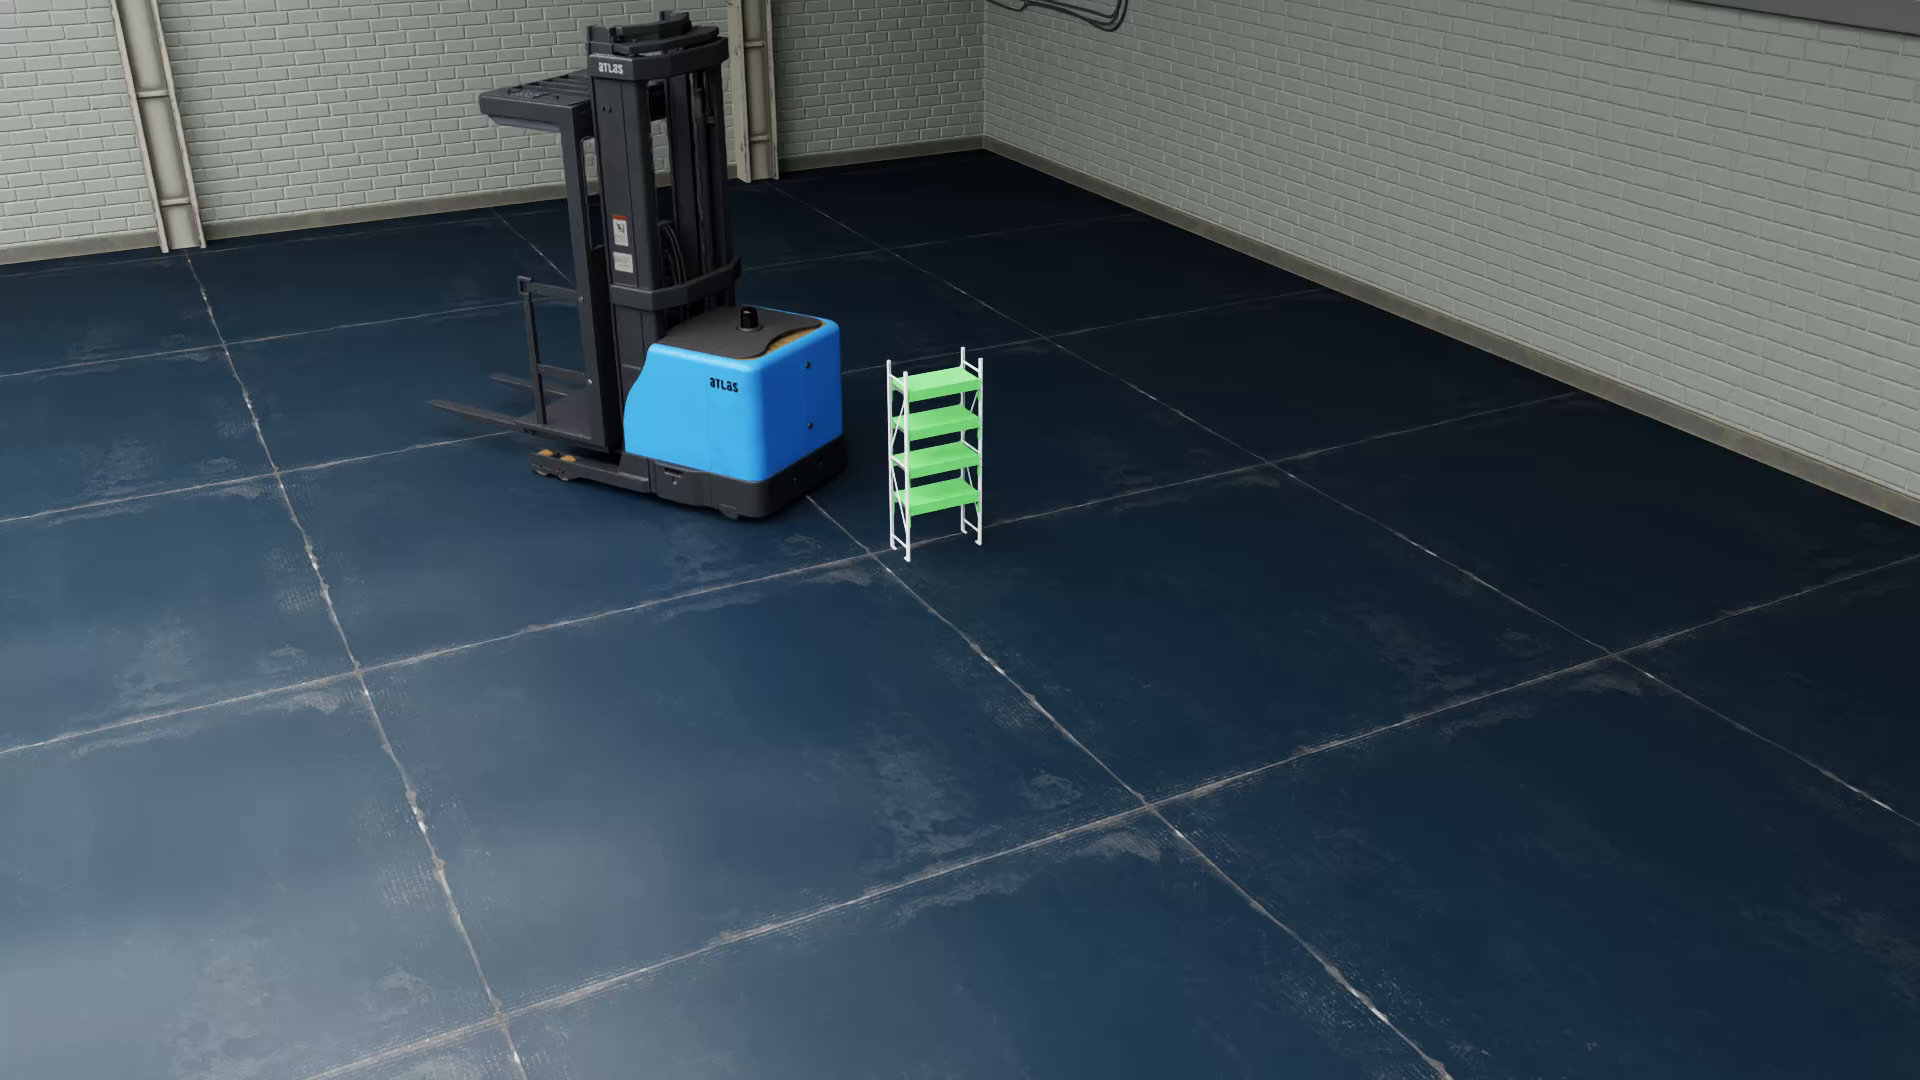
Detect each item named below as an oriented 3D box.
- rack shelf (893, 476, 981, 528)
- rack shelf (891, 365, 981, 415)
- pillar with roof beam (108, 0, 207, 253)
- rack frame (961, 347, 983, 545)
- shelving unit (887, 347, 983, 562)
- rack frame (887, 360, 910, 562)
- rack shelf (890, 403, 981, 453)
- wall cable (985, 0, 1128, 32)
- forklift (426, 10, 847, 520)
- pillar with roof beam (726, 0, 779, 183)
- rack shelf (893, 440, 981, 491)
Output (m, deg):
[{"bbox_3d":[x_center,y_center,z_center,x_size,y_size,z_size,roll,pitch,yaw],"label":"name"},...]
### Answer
[{"bbox_3d":[-0.146,-0.233,10.052,0.480,0.148,0.258,-13,29,-25],"label":"rack shelf"},{"bbox_3d":[-0.146,-0.882,9.740,0.480,0.148,0.258,-13,29,-25],"label":"rack shelf"},{"bbox_3d":[-5.547,-5.276,10.842,0.400,9.000,9.100,-13,29,-25],"label":"pillar with roof beam"},{"bbox_3d":[0.069,-0.557,10.024,0.015,1.200,0.240,-13,29,-25],"label":"rack frame"},{"bbox_3d":[-0.146,-0.507,9.920,0.503,1.200,0.258,-13,29,-25],"label":"shelving unit"},{"bbox_3d":[-0.361,-0.457,9.817,0.015,1.200,0.240,-13,29,-25],"label":"rack frame"},{"bbox_3d":[-0.146,-0.666,9.844,0.480,0.148,0.258,-13,29,-25],"label":"rack shelf"},{"bbox_3d":[0.943,-6.837,17.681,0.112,2.526,3.097,-13,29,-25],"label":"wall cable"},{"bbox_3d":[-2.297,-1.898,10.817,3.031,2.935,1.130,14,29,26],"label":"forklift"},{"bbox_3d":[-0.253,-6.498,13.387,0.400,9.000,9.100,-13,29,-25],"label":"pillar with roof beam"},{"bbox_3d":[-0.146,-0.450,9.948,0.480,0.148,0.258,-13,29,-25],"label":"rack shelf"}]
